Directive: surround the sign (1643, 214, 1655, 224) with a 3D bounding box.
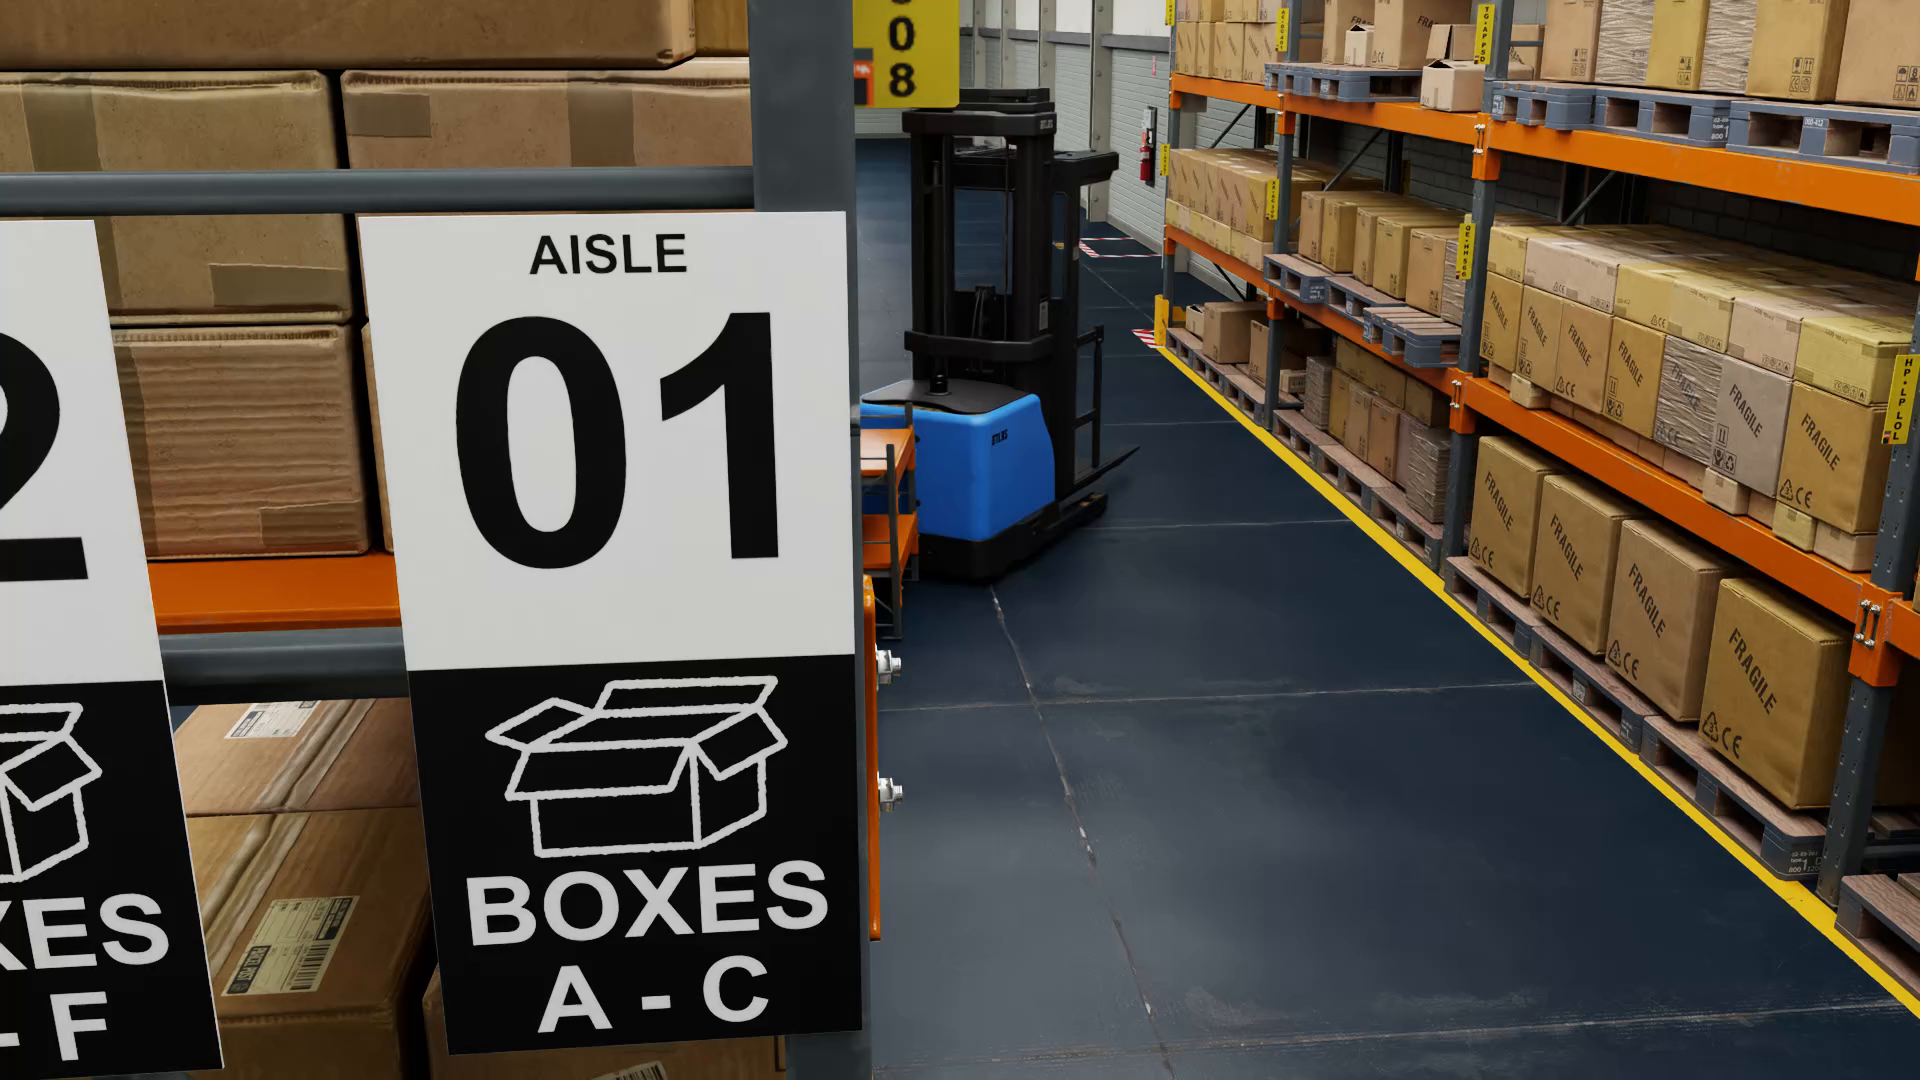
[{"bbox_3d":[4.063,-1.771,9.877,0.100,0.325,0.005,-2,18,-6],"label":"sign"}]

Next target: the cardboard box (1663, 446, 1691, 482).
[{"bbox_3d":[3.520,-0.370,7.735,0.380,0.149,0.250,-2,18,-7],"label":"cardboard box"}]

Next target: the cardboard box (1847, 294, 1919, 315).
[{"bbox_3d":[4.075,-0.866,6.980,0.500,0.250,0.500,-2,17,-5],"label":"cardboard box"}]

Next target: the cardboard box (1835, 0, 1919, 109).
[{"bbox_3d":[3.942,-1.963,6.513,0.700,0.500,0.500,-3,18,-9],"label":"cardboard box"}]

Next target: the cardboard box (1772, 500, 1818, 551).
[{"bbox_3d":[3.558,-0.065,6.762,0.380,0.149,0.250,-1,17,-5],"label":"cardboard box"}]

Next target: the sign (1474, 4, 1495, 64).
[{"bbox_3d":[2.971,-2.862,9.415,0.100,0.325,0.005,-2,18,-6],"label":"sign"}]

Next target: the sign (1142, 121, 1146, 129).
[{"bbox_3d":[2.820,-6.363,25.494,0.001,0.109,0.331,-2,18,-6],"label":"sign"}]

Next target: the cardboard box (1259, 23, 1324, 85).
[{"bbox_3d":[2.801,-4.024,13.779,0.500,0.500,0.500,-1,17,-4],"label":"cardboard box"}]

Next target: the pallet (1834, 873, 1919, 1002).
[{"bbox_3d":[3.925,1.551,5.885,1.003,0.211,1.213,-2,18,-6],"label":"pallet"}]

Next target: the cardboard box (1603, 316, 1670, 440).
[{"bbox_3d":[3.463,-0.788,7.982,0.500,0.500,0.500,-1,17,-4],"label":"cardboard box"}]

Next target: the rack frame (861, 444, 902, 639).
[{"bbox_3d":[-0.593,0.018,9.217,0.500,1.125,0.032,0,17,4],"label":"rack frame"}]

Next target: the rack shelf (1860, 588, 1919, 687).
[{"bbox_3d":[4.130,0.930,4.407,1.077,0.370,4.000,-2,18,-6],"label":"rack shelf"}]

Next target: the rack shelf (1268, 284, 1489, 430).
[{"bbox_3d":[3.305,-1.453,11.999,1.077,0.370,4.000,-2,18,-6],"label":"rack shelf"}]

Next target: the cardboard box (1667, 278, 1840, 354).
[{"bbox_3d":[3.526,-1.002,7.410,0.500,0.250,0.500,-1,17,-5],"label":"cardboard box"}]

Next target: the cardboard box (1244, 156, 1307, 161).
[{"bbox_3d":[3.046,-3.442,16.097,0.500,0.500,0.500,-2,18,-7],"label":"cardboard box"}]

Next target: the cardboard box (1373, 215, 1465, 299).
[{"bbox_3d":[3.302,-1.968,11.537,0.700,0.500,0.500,-2,18,-6],"label":"cardboard box"}]

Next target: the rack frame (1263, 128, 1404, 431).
[{"bbox_3d":[3.099,-2.392,13.789,1.000,3.000,0.127,-2,18,-6],"label":"rack frame"}]

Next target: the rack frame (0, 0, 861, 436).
[{"bbox_3d":[-0.590,-1.525,1.011,1.000,3.000,0.127,-2,18,-6],"label":"rack frame"}]

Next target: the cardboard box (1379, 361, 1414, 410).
[{"bbox_3d":[3.331,-1.113,11.902,0.500,0.250,0.500,-2,18,-6],"label":"cardboard box"}]

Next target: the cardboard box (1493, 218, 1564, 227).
[{"bbox_3d":[3.446,-1.869,10.139,0.380,0.149,0.250,-4,18,-13],"label":"cardboard box"}]

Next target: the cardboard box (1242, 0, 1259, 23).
[{"bbox_3d":[2.710,-4.662,14.143,0.500,0.500,0.500,-1,17,-3],"label":"cardboard box"}]

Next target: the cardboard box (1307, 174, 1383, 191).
[{"bbox_3d":[3.258,-2.834,14.163,0.500,0.500,0.500,-2,18,-7],"label":"cardboard box"}]

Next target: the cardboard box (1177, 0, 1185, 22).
[{"bbox_3d":[2.485,-5.427,16.578,0.500,0.500,0.500,-3,18,-10],"label":"cardboard box"}]

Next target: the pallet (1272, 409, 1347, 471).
[{"bbox_3d":[3.181,-0.830,13.468,1.003,0.211,1.213,-2,18,-6],"label":"pallet"}]

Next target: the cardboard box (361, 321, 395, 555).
[{"bbox_3d":[-0.390,-0.183,1.996,0.500,0.250,0.500,-2,18,-6],"label":"cardboard box"}]

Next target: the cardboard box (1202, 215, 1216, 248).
[{"bbox_3d":[2.585,-2.910,15.655,0.500,0.250,0.500,-2,18,-5],"label":"cardboard box"}]

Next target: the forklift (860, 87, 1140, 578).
[{"bbox_3d":[0.383,-1.557,11.244,1.130,2.935,3.031,9,20,26],"label":"forklift"}]

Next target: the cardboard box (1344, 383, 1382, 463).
[{"bbox_3d":[3.307,-0.885,12.427,0.700,0.500,0.500,-2,17,-5],"label":"cardboard box"}]

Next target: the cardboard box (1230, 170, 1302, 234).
[{"bbox_3d":[2.685,-2.968,14.587,0.500,0.500,0.500,-2,18,-6],"label":"cardboard box"}]

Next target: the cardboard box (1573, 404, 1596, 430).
[{"bbox_3d":[3.460,-0.680,8.720,0.380,0.149,0.250,-1,17,-4],"label":"cardboard box"}]

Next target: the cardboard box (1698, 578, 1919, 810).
[{"bbox_3d":[3.728,0.627,7.060,0.750,0.750,0.750,-2,17,-5],"label":"cardboard box"}]

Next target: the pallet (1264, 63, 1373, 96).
[{"bbox_3d":[3.057,-3.546,12.771,1.213,0.211,1.003,-2,18,-6],"label":"pallet"}]

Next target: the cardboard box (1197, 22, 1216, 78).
[{"bbox_3d":[2.550,-4.649,15.770,0.500,0.500,0.500,-1,17,-3],"label":"cardboard box"}]

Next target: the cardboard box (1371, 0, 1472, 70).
[{"bbox_3d":[3.203,-3.539,11.565,0.500,0.500,0.500,-2,18,-8],"label":"cardboard box"}]

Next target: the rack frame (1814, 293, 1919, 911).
[{"bbox_3d":[3.924,-0.009,6.197,1.000,3.000,0.127,-2,18,-6],"label":"rack frame"}]

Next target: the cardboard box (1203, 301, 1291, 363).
[{"bbox_3d":[2.753,-2.002,15.986,0.700,0.500,0.500,-3,18,-9],"label":"cardboard box"}]

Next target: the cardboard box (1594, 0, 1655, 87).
[{"bbox_3d":[3.725,-2.590,8.511,0.700,0.500,0.500,-3,18,-9],"label":"cardboard box"}]

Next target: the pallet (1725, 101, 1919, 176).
[{"bbox_3d":[3.780,-1.620,6.642,0.805,0.209,1.217,-2,18,-8],"label":"pallet"}]

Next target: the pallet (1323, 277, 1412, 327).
[{"bbox_3d":[3.266,-1.697,11.896,1.003,0.211,1.213,-2,18,-6],"label":"pallet"}]

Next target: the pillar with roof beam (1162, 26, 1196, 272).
[{"bbox_3d":[-1.282,-7.919,21.378,9.100,9.000,0.400,-2,18,-6],"label":"pillar with roof beam"}]

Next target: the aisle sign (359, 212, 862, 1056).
[{"bbox_3d":[-0.291,0.108,1.485,0.394,0.787,0.004,-2,18,-6],"label":"aisle sign"}]

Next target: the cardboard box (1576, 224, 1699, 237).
[{"bbox_3d":[3.816,-1.630,9.413,0.500,0.250,0.500,-1,17,-4],"label":"cardboard box"}]

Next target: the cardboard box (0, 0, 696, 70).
[{"bbox_3d":[-0.660,-0.771,1.782,0.700,0.500,0.500,-2,18,-6],"label":"cardboard box"}]

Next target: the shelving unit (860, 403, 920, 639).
[{"bbox_3d":[-0.557,-0.133,9.701,0.538,1.125,1.048,0,17,4],"label":"shelving unit"}]

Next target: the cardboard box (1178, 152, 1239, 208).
[{"bbox_3d":[2.478,-3.581,16.539,0.500,0.500,0.500,-2,18,-5],"label":"cardboard box"}]

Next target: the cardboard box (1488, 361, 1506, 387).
[{"bbox_3d":[3.315,-0.985,9.692,0.380,0.149,0.250,-2,18,-6],"label":"cardboard box"}]

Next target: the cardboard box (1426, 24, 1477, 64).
[{"bbox_3d":[3.470,-3.079,10.765,0.797,0.503,0.637,1,17,2],"label":"cardboard box"}]
